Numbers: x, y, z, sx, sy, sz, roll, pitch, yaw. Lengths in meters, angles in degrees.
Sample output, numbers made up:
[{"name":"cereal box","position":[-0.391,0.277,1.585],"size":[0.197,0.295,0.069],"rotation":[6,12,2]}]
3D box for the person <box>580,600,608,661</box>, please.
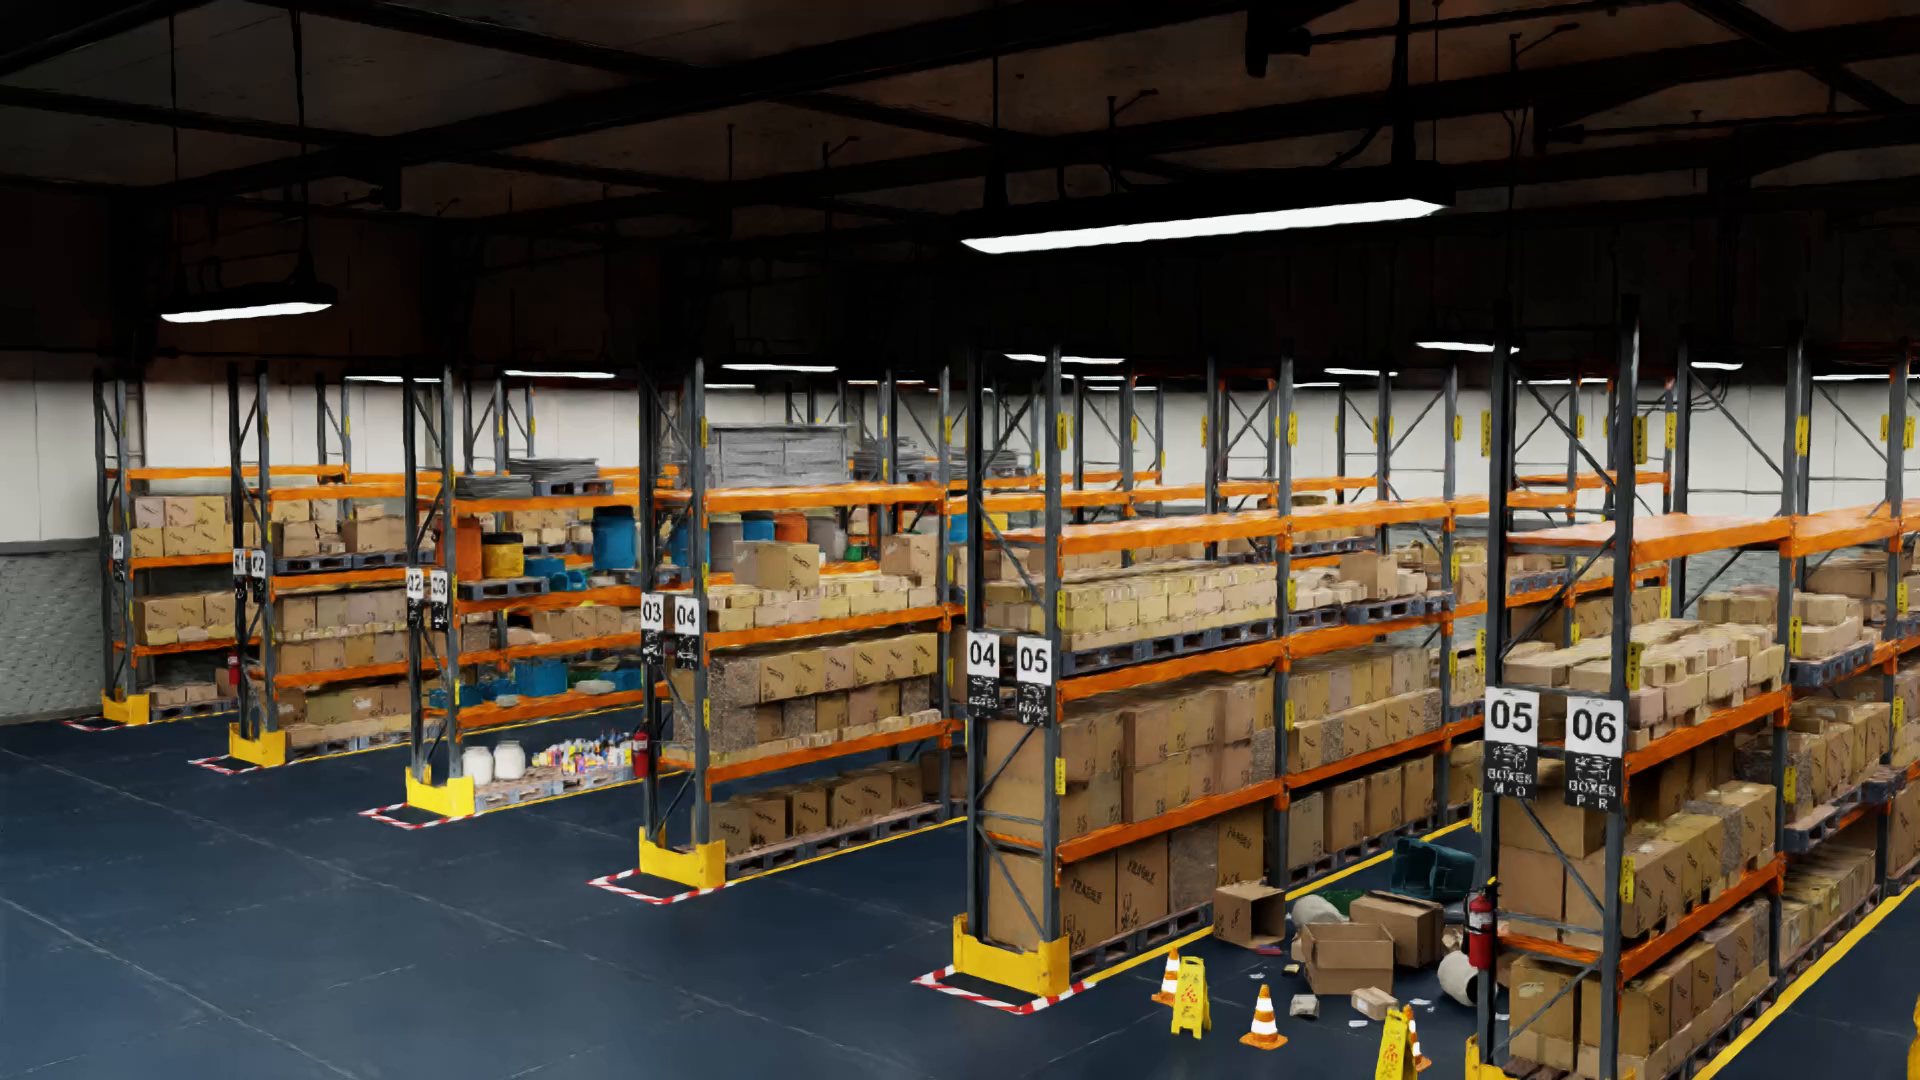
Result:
[{"name":"person","position":[-7.081,1.965,31.881],"size":[0.577,1.691,1.120],"rotation":[4,6,44]}]
